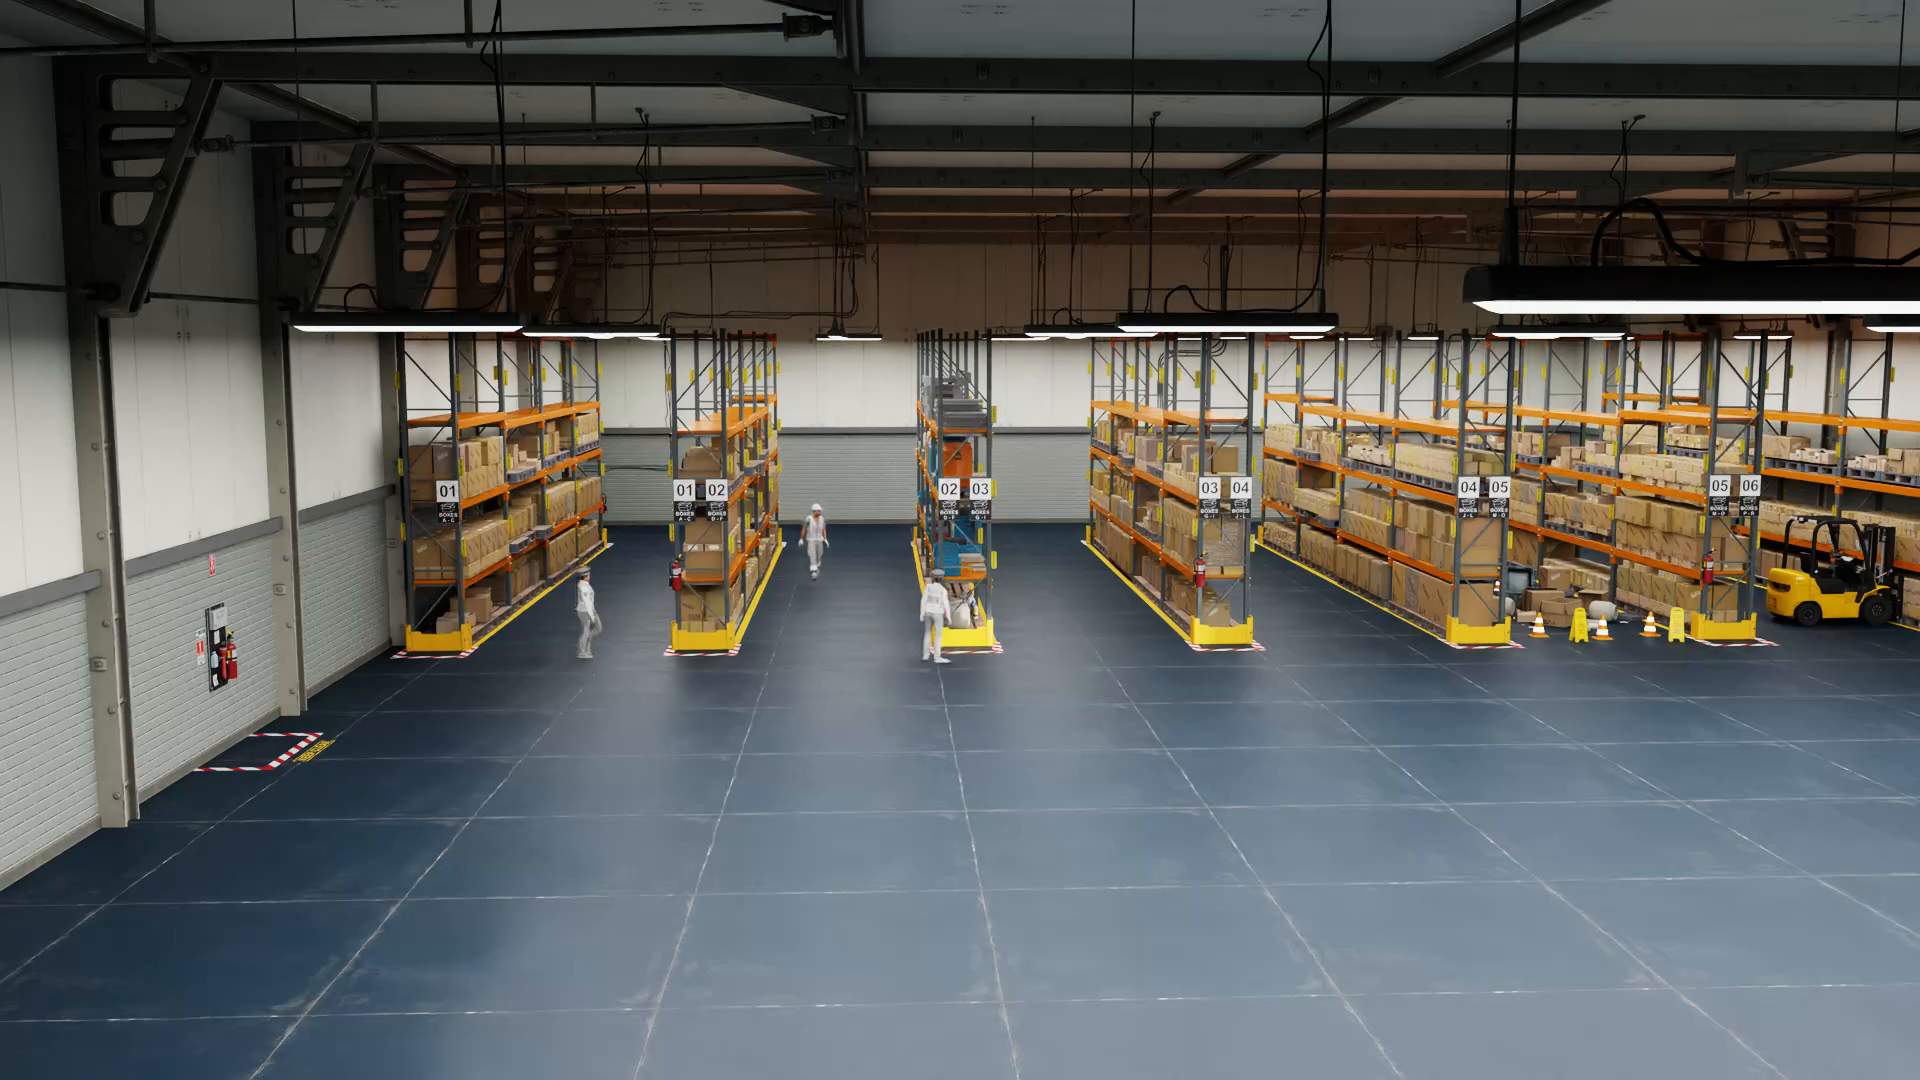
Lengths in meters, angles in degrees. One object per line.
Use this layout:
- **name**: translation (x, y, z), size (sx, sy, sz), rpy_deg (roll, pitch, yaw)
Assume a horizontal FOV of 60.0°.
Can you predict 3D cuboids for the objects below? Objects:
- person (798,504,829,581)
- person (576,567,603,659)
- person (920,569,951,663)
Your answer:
- **person**: translation (-3.392, 0.048, 38.355), size (0.659, 1.758, 0.996), rpy_deg (-2, 7, -14)
- **person**: translation (-6.778, 1.326, 30.182), size (0.452, 1.670, 0.468), rpy_deg (1, 7, 9)
- **person**: translation (-0.476, 1.383, 30.030), size (0.641, 1.714, 0.446), rpy_deg (5, 8, 35)
